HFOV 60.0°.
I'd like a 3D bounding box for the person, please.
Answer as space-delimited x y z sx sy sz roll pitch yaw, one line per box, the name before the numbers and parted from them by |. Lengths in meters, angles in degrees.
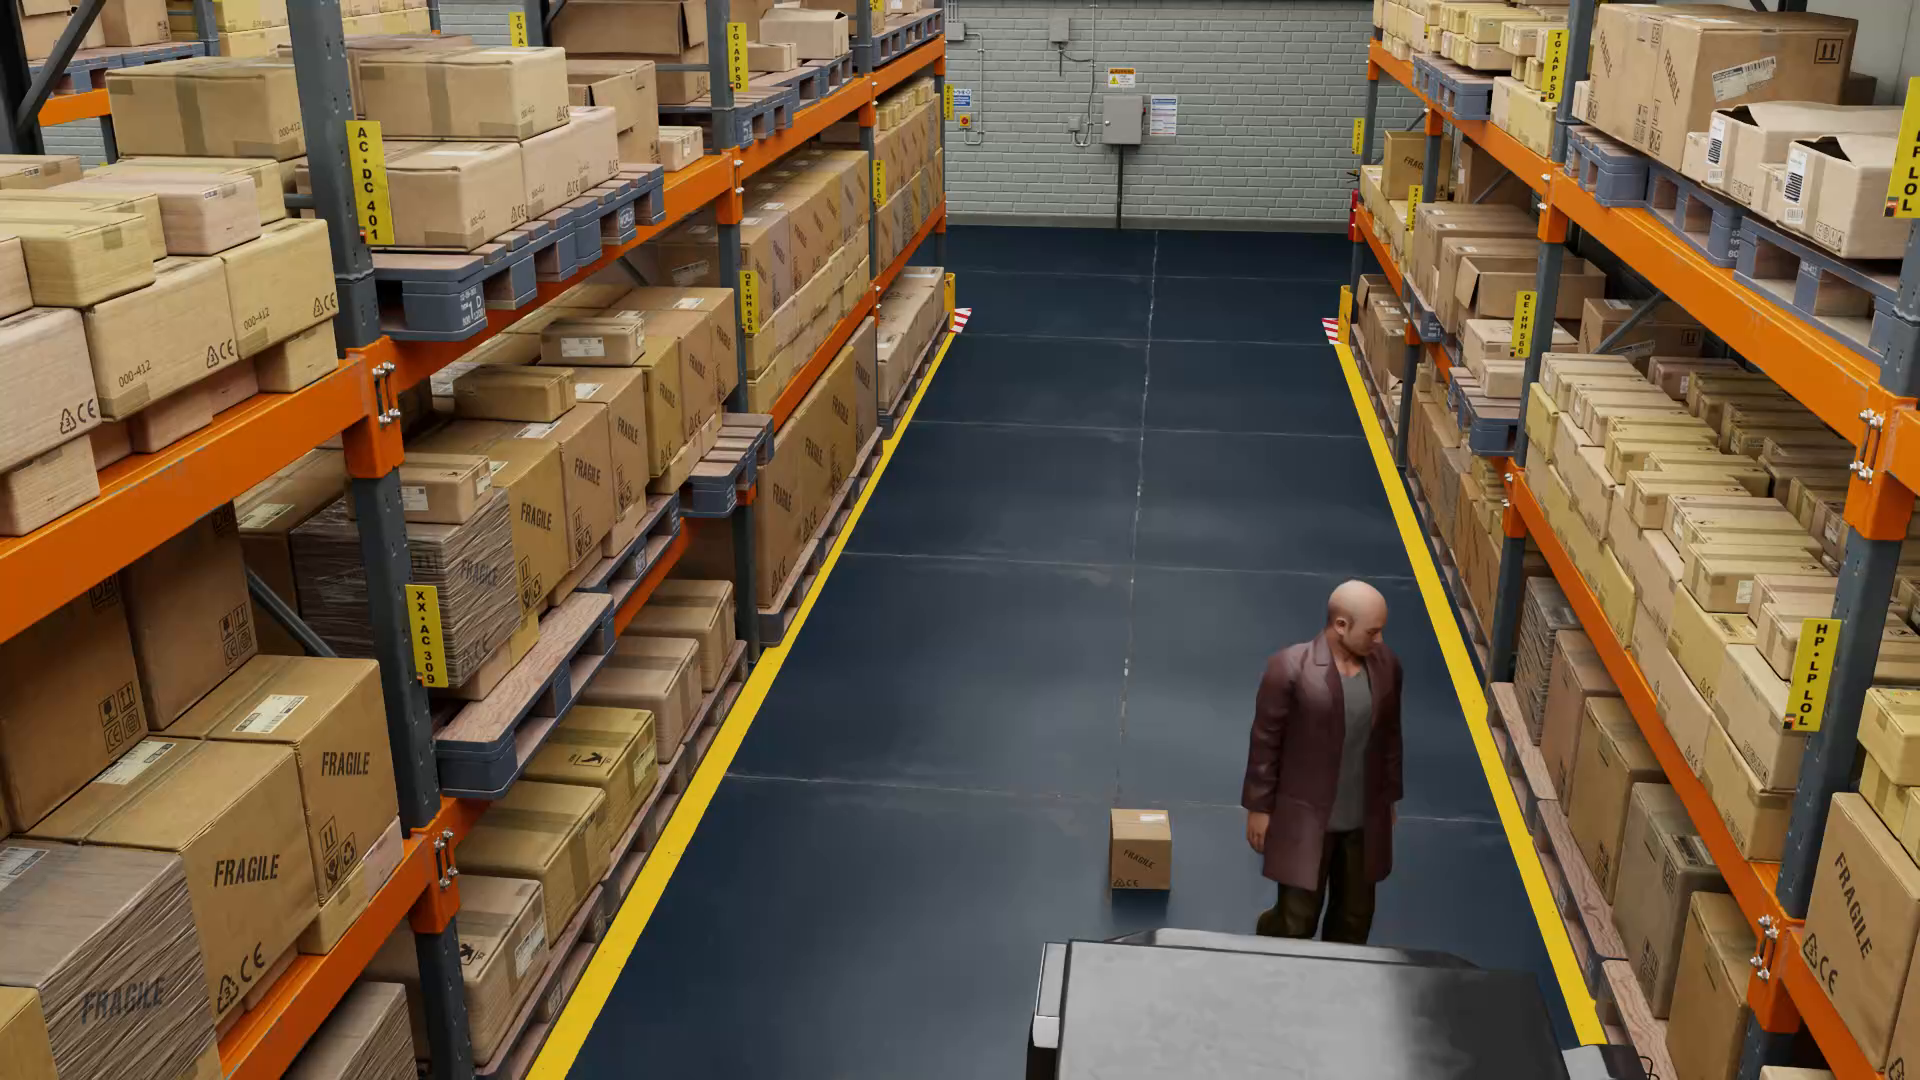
person | 1.328 0.981 5.974 0.613 1.776 0.581 -6 22 -15
